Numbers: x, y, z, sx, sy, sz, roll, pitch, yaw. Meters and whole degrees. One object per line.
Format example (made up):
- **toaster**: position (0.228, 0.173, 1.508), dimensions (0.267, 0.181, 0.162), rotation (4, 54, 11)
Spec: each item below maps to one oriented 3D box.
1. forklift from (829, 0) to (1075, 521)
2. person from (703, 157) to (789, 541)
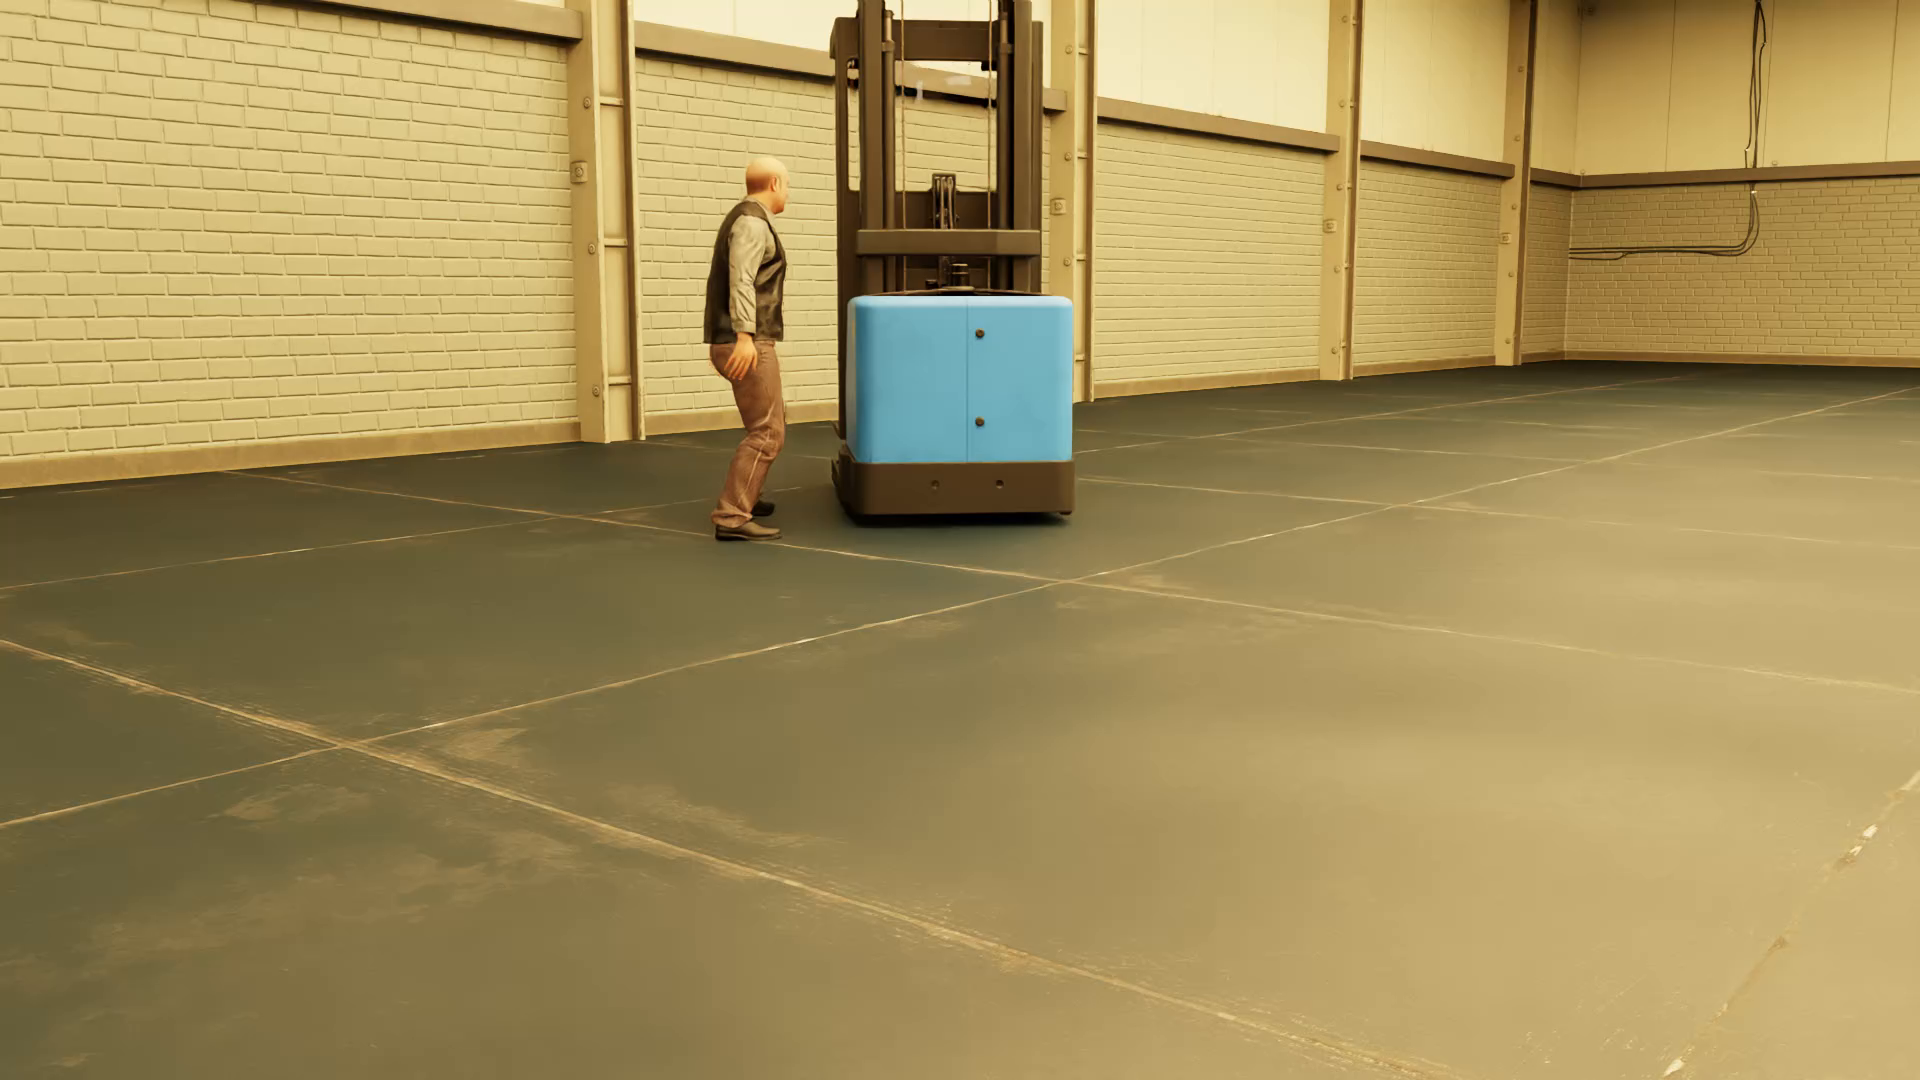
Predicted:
- **forklift**: position (-0.138, -1.721, 9.041), dimensions (1.130, 2.935, 3.031), rotation (-1, 8, -6)
- **person**: position (-0.951, -0.858, 7.465), dimensions (0.409, 1.693, 0.849), rotation (-2, 9, -16)
